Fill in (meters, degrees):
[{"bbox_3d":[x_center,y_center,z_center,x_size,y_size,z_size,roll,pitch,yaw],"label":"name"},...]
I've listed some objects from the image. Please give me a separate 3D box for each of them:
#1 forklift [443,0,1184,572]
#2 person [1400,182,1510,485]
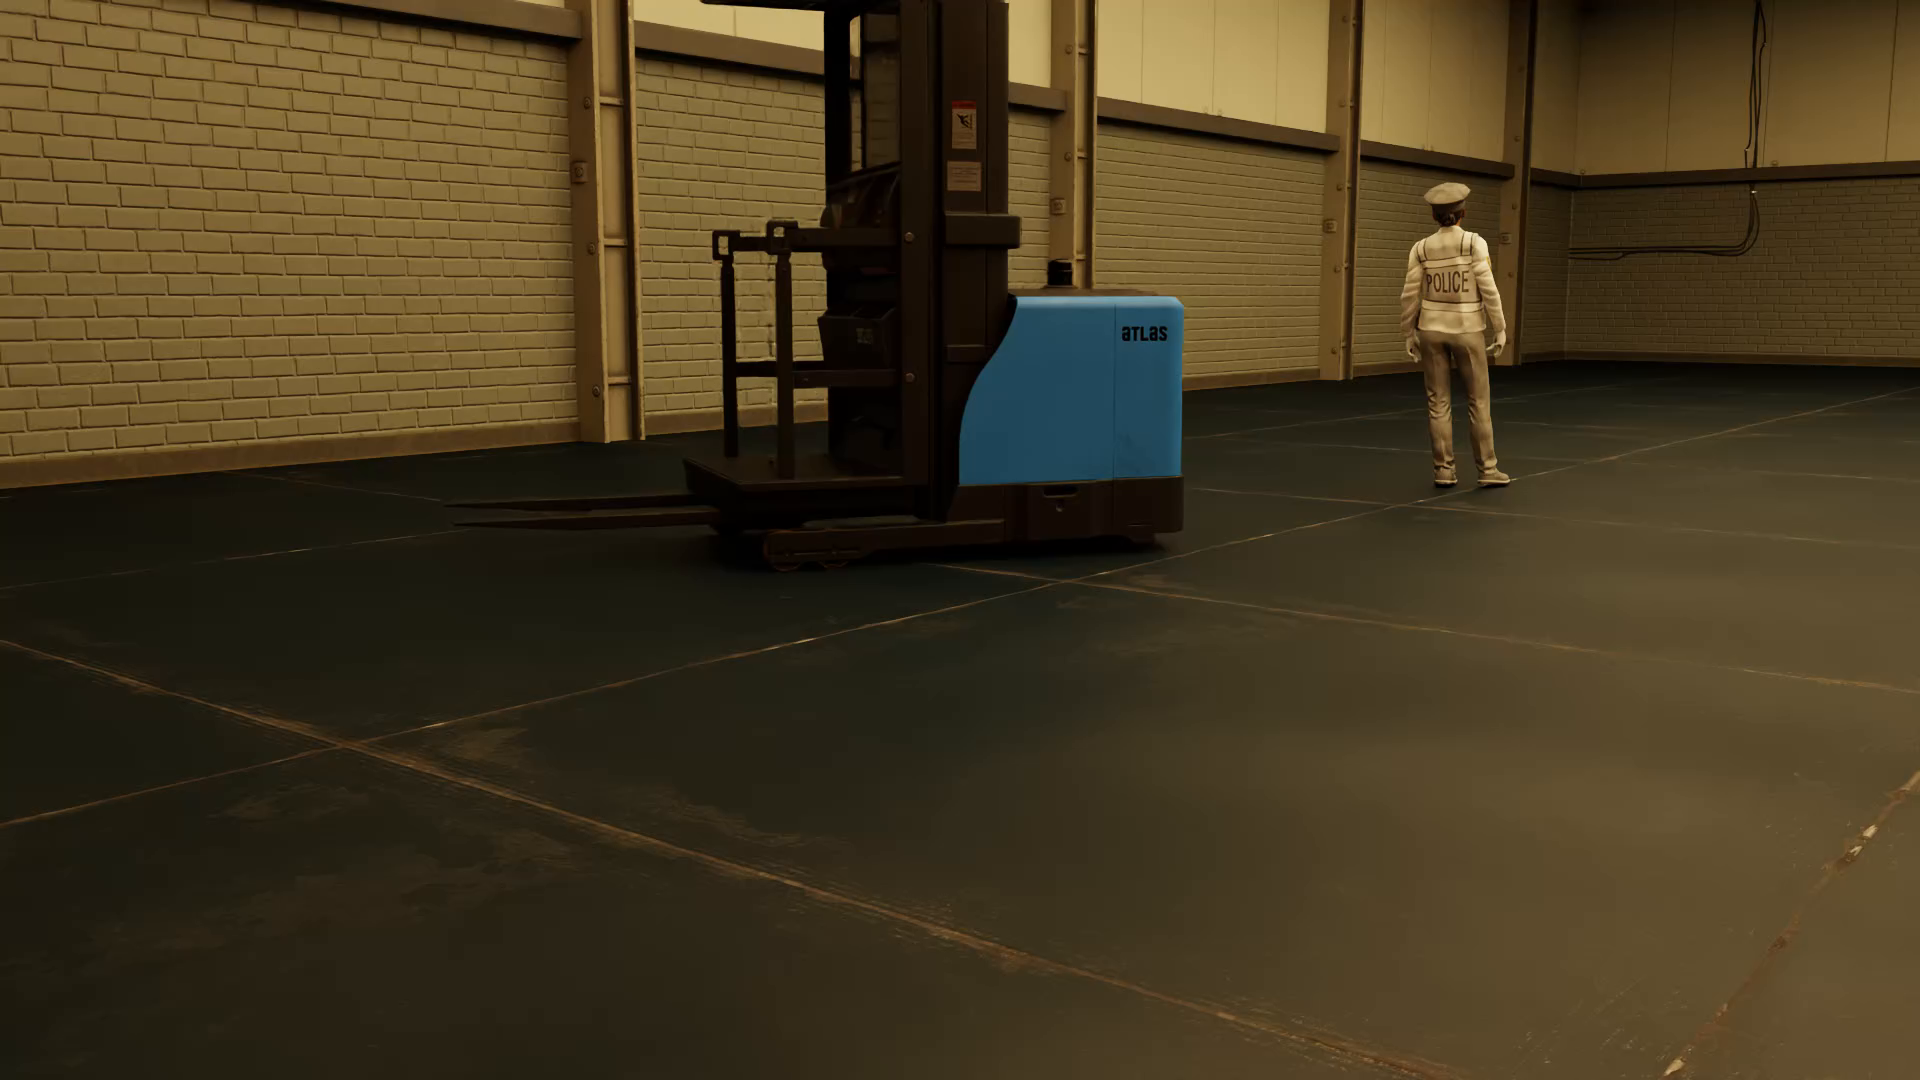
[{"bbox_3d":[-0.606,-1.411,6.925,3.031,2.935,1.130,-3,9,-20],"label":"forklift"},{"bbox_3d":[2.798,-1.155,9.394,0.588,1.694,0.530,5,10,31],"label":"person"}]
